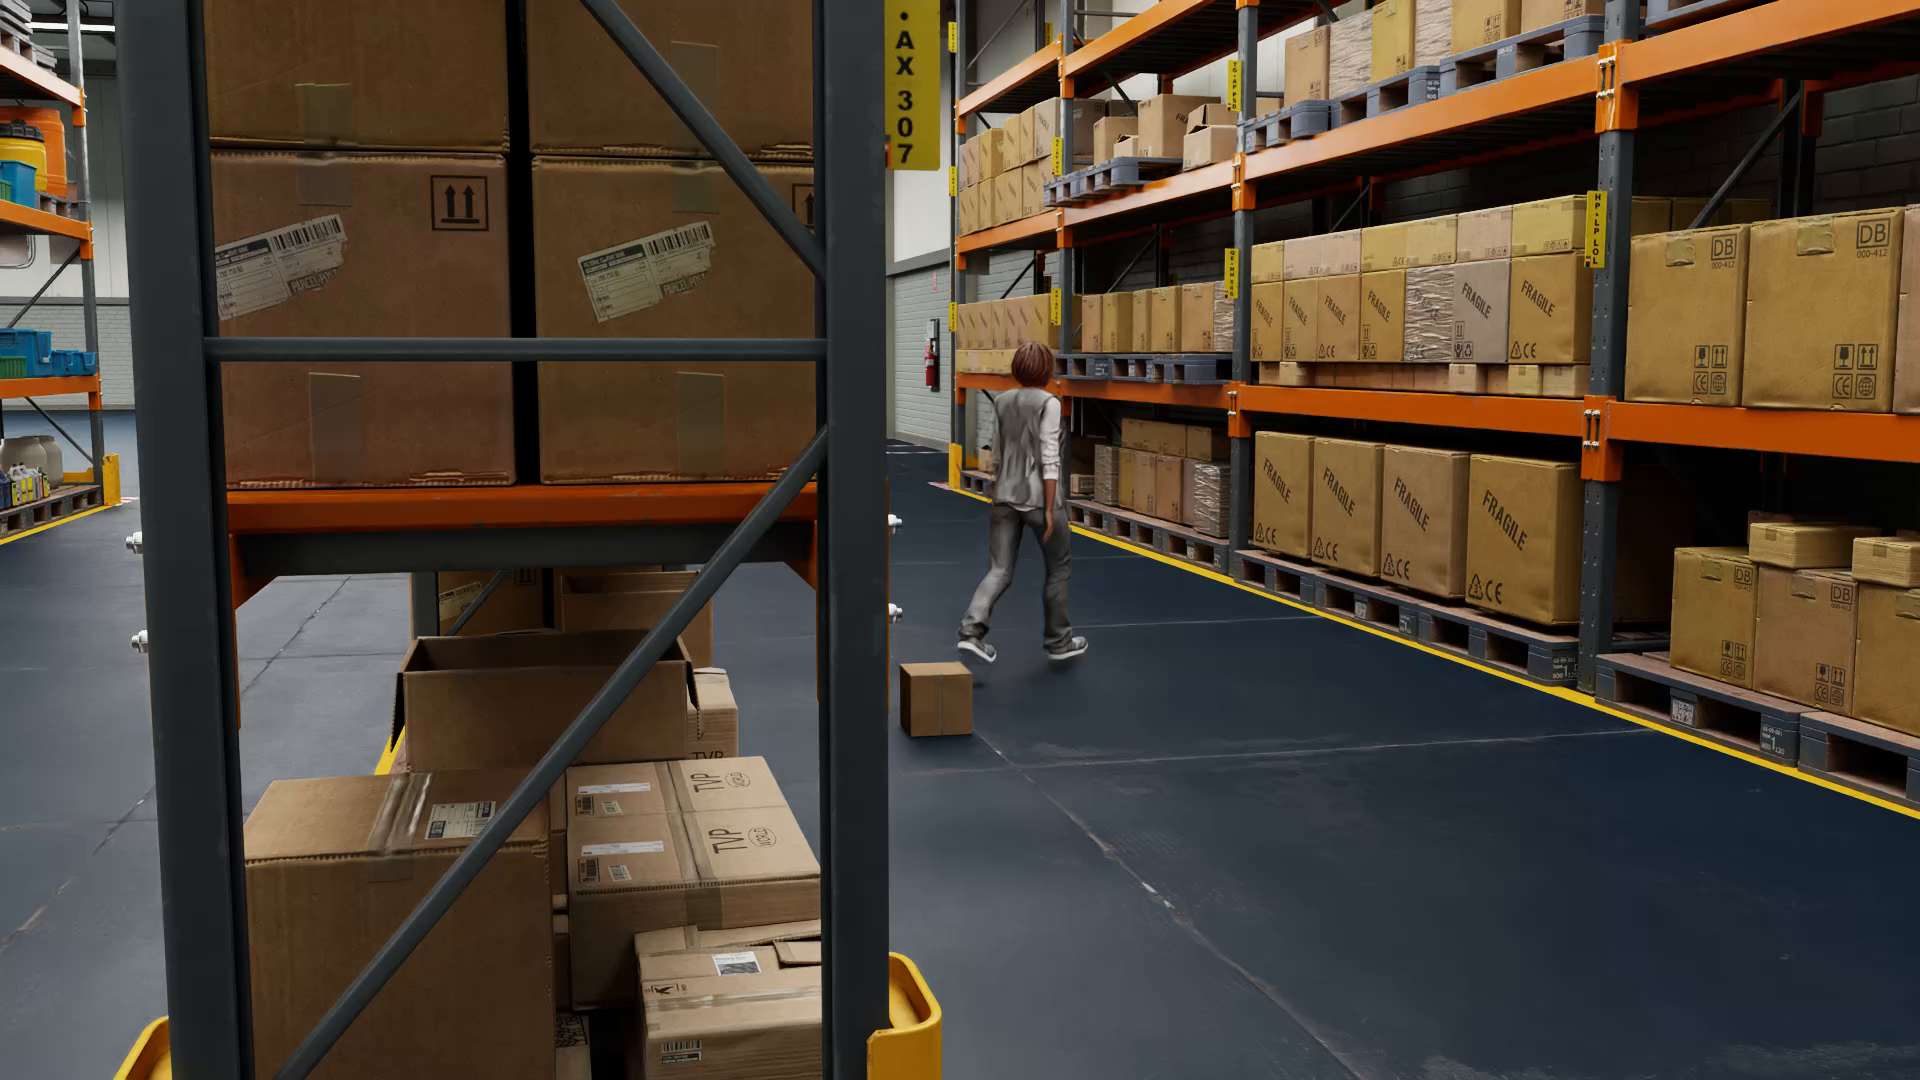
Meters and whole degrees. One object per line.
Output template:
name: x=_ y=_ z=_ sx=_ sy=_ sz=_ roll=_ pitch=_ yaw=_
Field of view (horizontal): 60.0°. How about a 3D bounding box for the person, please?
person: x=0.298 y=-0.168 z=7.877 sx=0.420 sy=1.548 sz=0.945 roll=4 pitch=8 yaw=33
